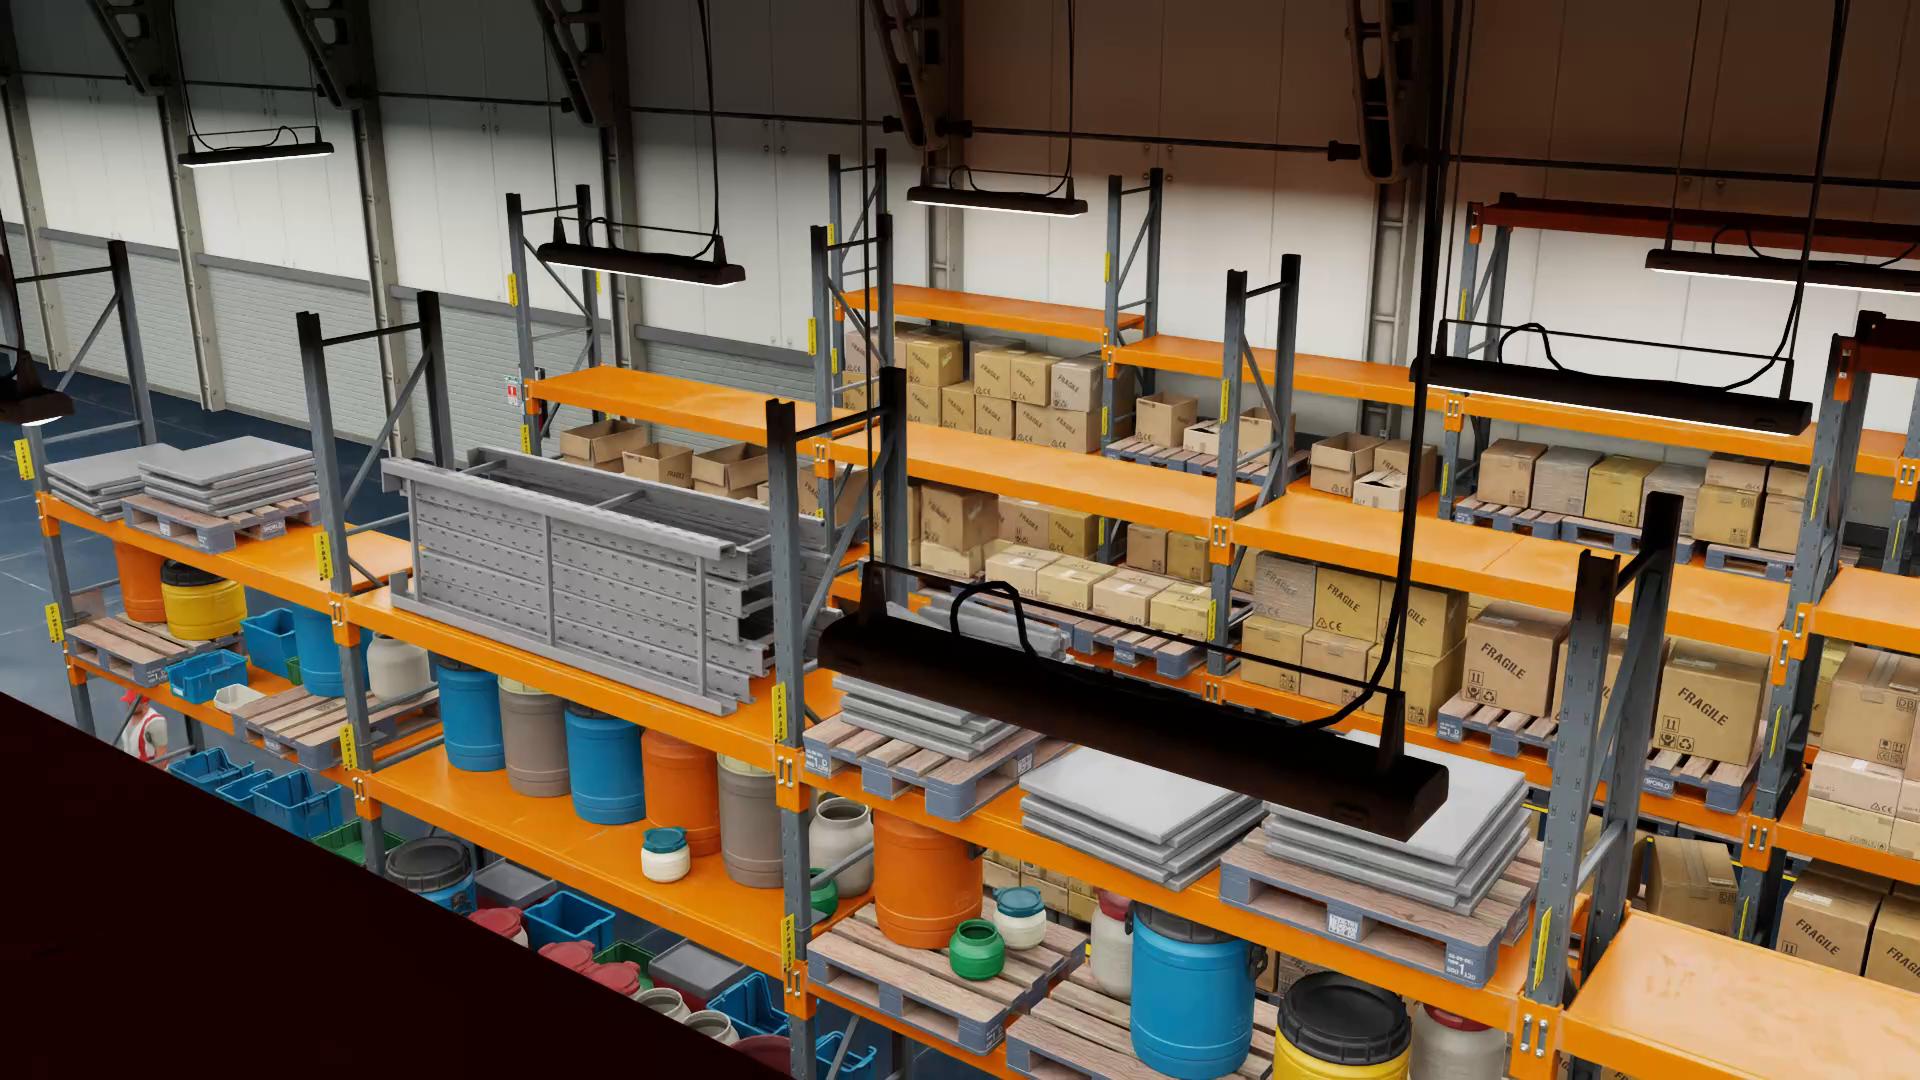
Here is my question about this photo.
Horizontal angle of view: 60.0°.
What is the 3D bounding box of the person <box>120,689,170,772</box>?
[{"bbox_3d":[-7.642,2.180,15.736,0.554,1.786,0.586,11,21,30],"label":"person"}]
